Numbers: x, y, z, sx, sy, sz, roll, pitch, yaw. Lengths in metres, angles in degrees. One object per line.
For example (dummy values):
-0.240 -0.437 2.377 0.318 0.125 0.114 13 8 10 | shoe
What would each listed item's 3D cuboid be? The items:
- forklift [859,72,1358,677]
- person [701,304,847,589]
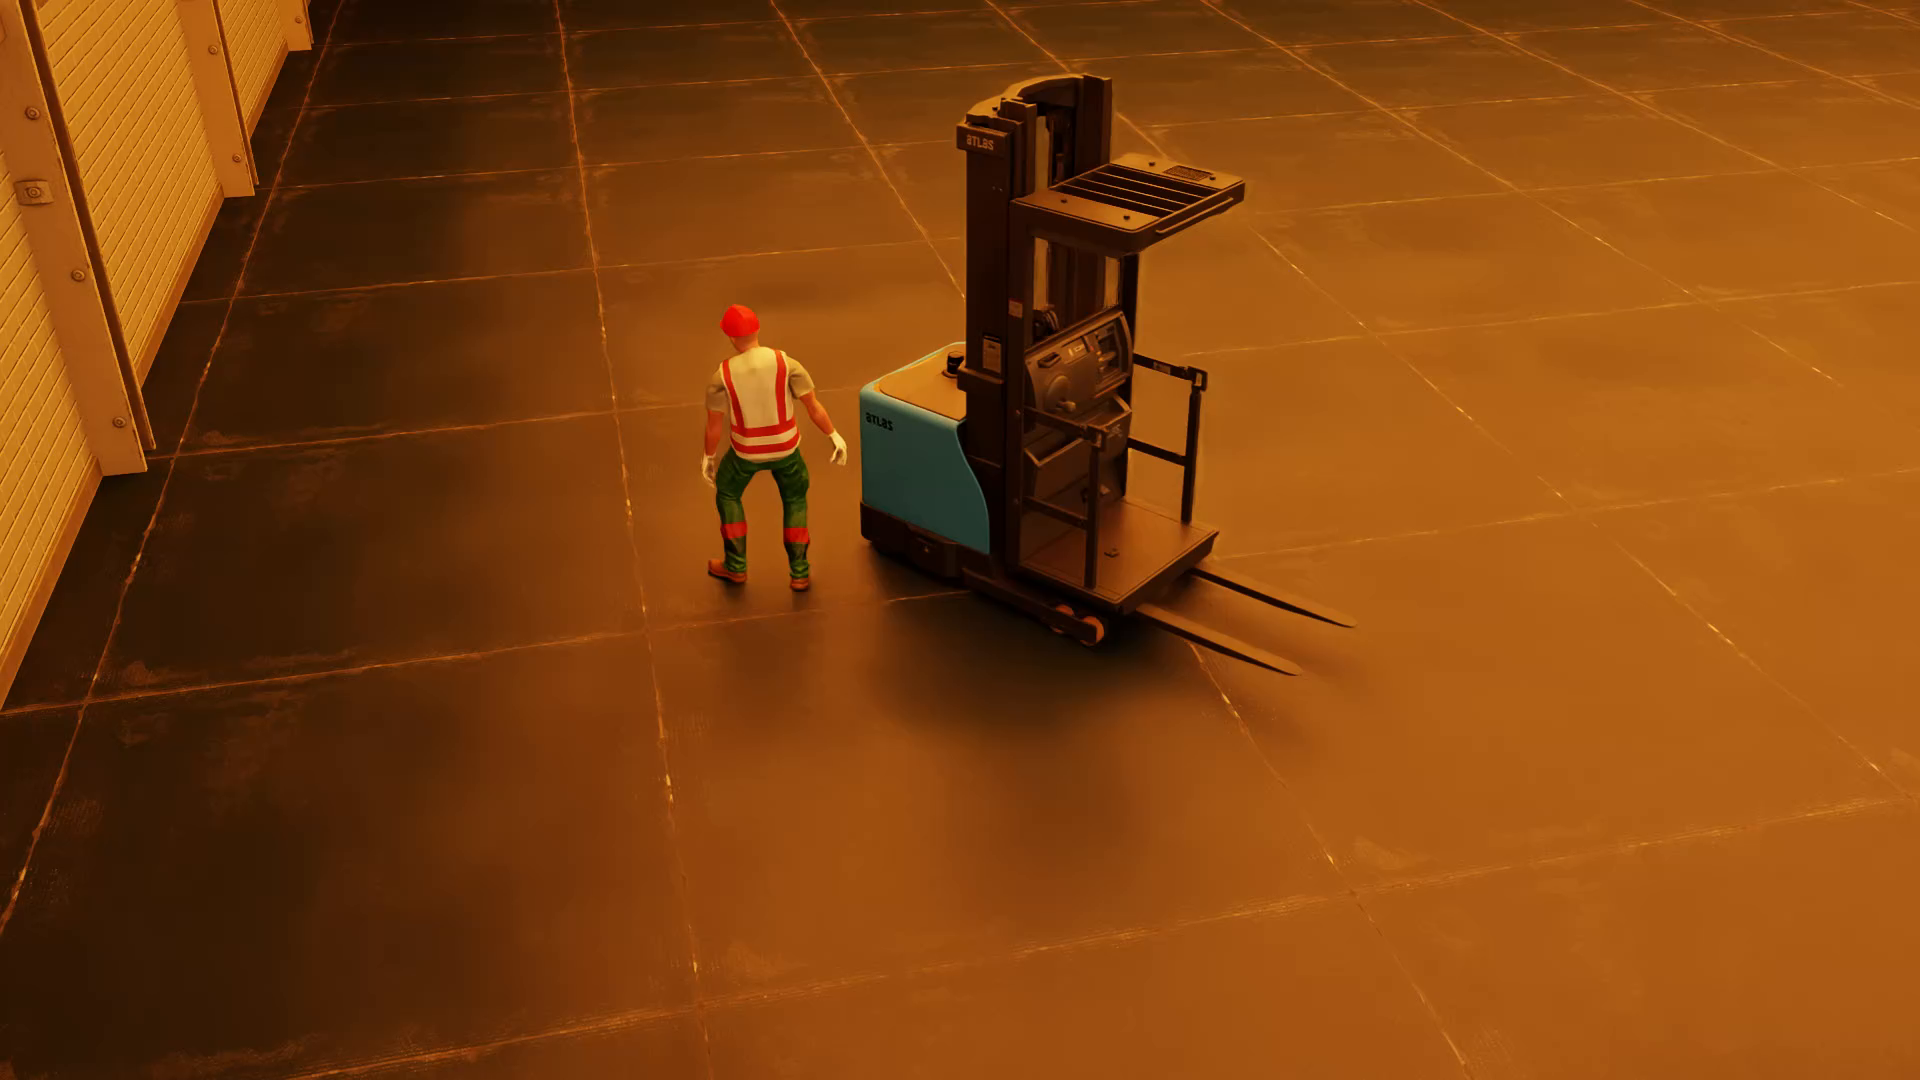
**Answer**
0.838 -0.966 9.243 3.031 2.935 1.130 22 37 33 | forklift
-1.100 -0.522 9.733 0.871 1.749 0.495 -3 30 -5 | person
